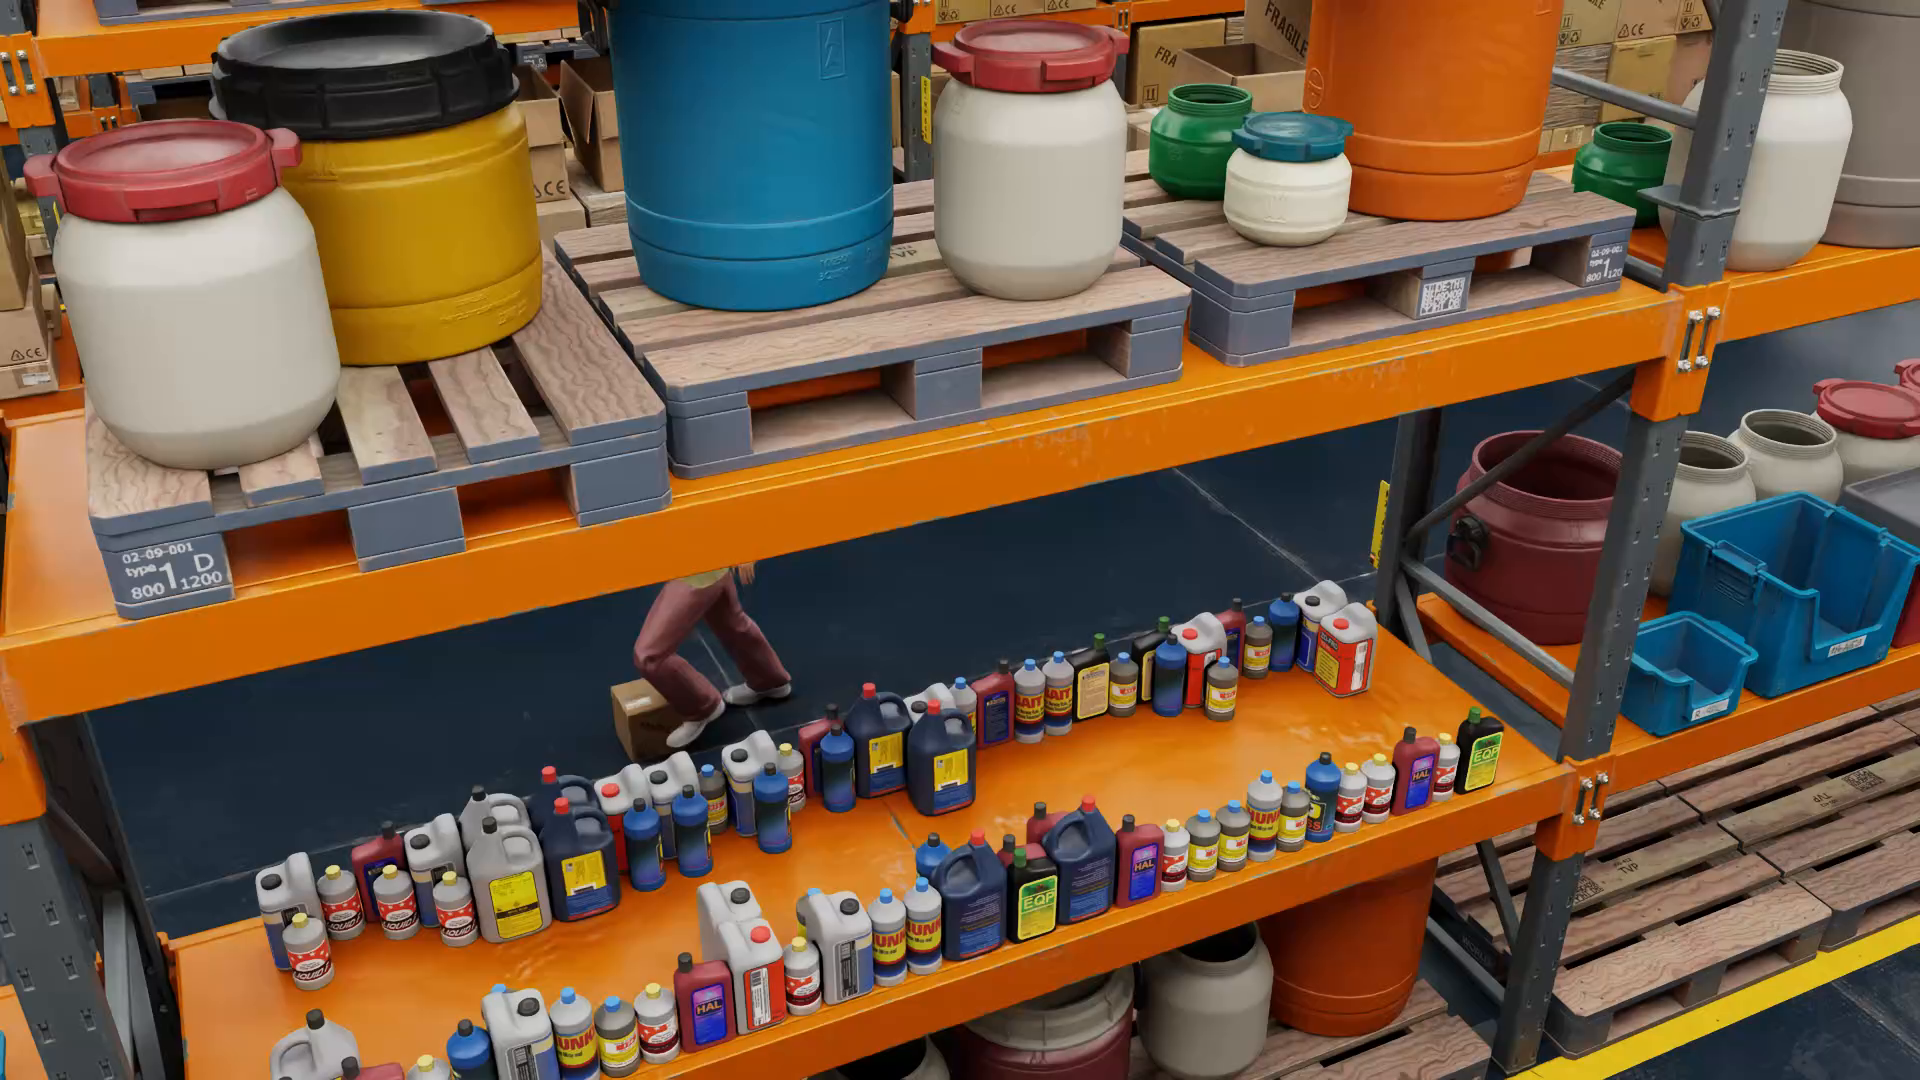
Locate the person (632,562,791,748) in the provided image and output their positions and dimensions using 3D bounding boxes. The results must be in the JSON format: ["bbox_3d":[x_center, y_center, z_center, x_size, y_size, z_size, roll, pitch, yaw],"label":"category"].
[{"bbox_3d":[-1.126,0.139,6.947,0.861,1.581,0.577,-11,31,-18],"label":"person"}]
